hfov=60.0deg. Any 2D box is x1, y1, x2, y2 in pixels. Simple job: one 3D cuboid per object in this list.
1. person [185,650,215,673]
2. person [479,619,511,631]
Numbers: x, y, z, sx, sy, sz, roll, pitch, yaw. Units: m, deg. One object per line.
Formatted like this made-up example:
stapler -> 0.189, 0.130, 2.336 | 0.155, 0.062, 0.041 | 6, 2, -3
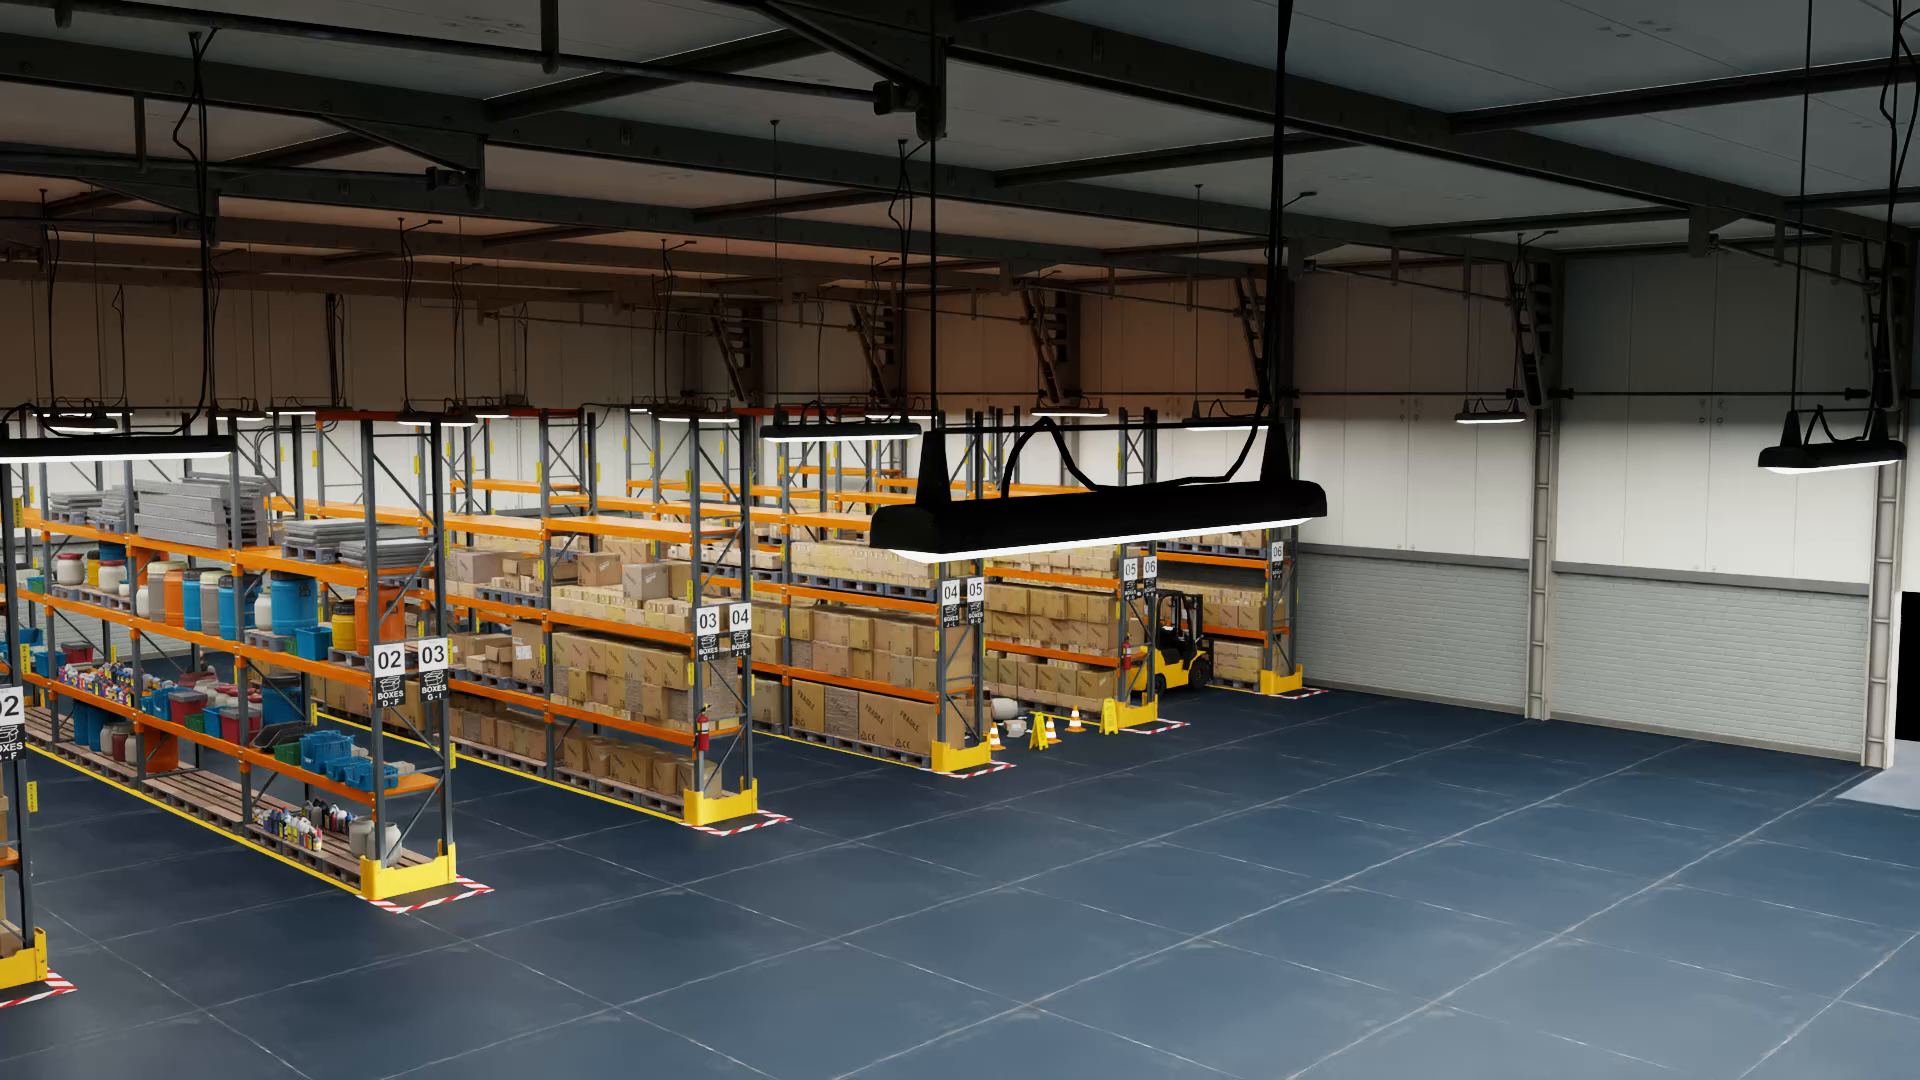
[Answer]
person -> -13.584, 2.834, 29.789 | 0.566, 1.716, 0.490 | -1, 5, -13
person -> -12.419, 1.618, 44.075 | 1.032, 1.616, 0.467 | -4, 6, -37
